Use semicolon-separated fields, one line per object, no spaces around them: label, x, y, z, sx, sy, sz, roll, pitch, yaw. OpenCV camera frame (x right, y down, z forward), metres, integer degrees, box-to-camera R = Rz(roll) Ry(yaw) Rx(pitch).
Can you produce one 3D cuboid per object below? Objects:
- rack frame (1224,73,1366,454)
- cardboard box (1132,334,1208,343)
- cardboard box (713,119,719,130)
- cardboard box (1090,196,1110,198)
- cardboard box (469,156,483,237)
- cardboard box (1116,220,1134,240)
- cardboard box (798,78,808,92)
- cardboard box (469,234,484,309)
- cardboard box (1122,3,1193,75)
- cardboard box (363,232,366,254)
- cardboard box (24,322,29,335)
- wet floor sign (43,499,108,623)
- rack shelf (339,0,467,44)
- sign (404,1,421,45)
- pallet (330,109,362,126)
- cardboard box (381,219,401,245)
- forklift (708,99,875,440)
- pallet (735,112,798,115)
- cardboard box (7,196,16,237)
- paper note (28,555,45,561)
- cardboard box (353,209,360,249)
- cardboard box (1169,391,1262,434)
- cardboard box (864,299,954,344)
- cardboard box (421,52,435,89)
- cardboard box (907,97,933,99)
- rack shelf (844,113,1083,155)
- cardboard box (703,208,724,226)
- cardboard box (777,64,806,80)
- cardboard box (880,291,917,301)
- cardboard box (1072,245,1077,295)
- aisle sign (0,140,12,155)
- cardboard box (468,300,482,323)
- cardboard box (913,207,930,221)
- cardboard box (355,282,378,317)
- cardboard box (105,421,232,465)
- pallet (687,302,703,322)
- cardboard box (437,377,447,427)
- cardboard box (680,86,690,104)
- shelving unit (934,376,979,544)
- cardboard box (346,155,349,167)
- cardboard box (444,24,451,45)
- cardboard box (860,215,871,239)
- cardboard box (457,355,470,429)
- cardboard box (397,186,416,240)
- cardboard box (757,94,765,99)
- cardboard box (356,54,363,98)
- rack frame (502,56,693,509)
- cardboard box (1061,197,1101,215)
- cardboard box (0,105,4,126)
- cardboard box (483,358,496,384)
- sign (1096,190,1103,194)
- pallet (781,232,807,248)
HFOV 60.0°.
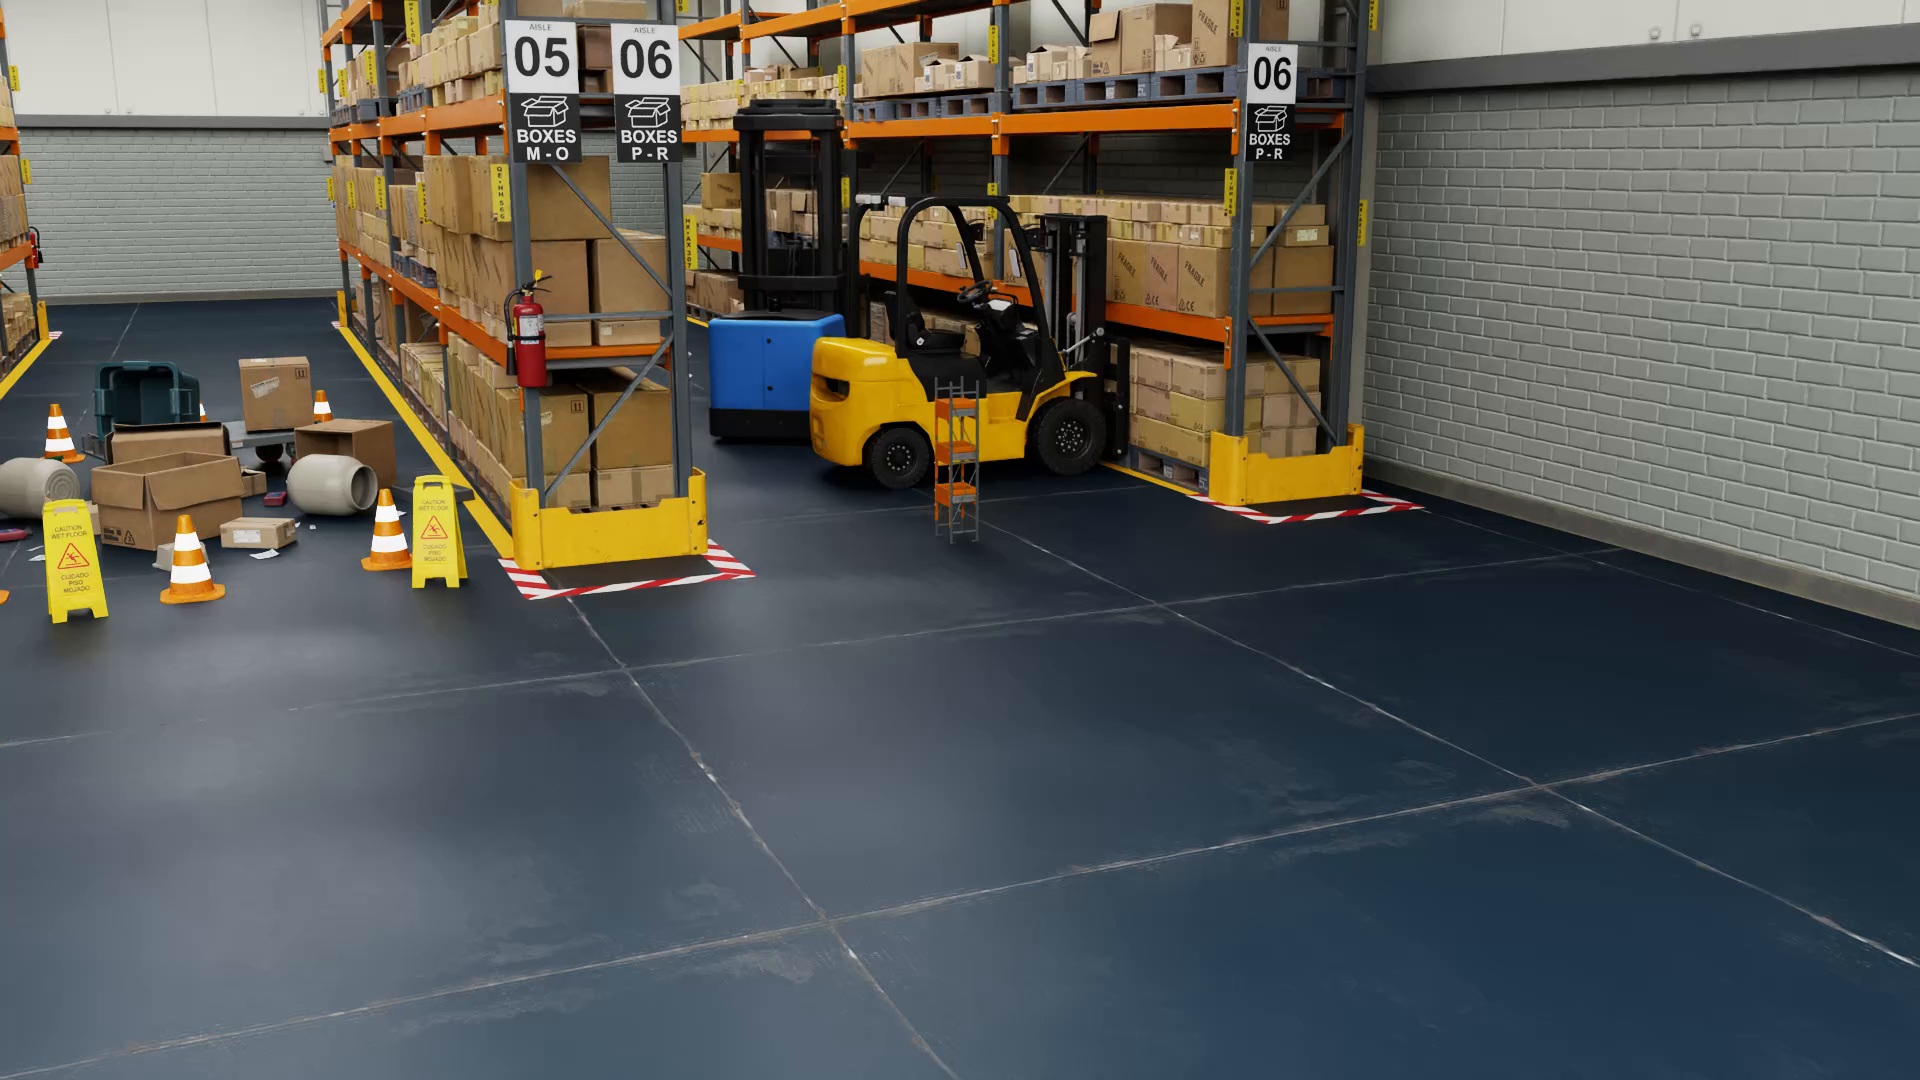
rack frame;2.395;-1.794;11.969;1.000;3.000;0.127;-6;14;-23
cardboard box;1.783;-1.576;13.977;0.500;0.250;0.500;-6;14;-24
cardboard box;-3.302;-5.928;23.733;0.380;0.149;0.250;-5;14;-22
cardboard box;1.379;-2.982;14.784;0.380;0.149;0.250;-6;14;-23
cardboard box;-2.752;-2.217;10.697;0.700;0.500;0.500;-5;14;-22
cardboard box;1.463;-2.468;13.220;0.380;0.149;0.250;-6;14;-23
cardboard box;-1.738;-5.487;20.060;0.380;0.149;0.250;-6;14;-23
cardboard box;-3.015;-1.833;11.258;0.500;0.500;0.500;-6;14;-23
cardboard box;1.676;-3.848;12.814;0.700;0.500;0.500;-6;14;-23
cardboard box;-6.815;-3.530;19.800;0.500;0.250;0.500;-6;14;-24
cardboard box;-12.160;-2.705;21.297;0.380;0.149;0.250;-6;14;-25
wet floor sign;-4.821;0.097;9.019;0.267;0.644;0.232;-9;16;-33
rack shelf;-6.157;-5.788;18.405;1.077;0.370;4.000;-6;14;-23
sign;-4.261;-4.026;12.939;0.100;0.325;0.005;-6;14;-23
pallet;-8.254;-5.916;23.325;1.003;0.211;1.213;-6;14;-23
cardboard box;-5.783;-3.245;17.464;0.500;0.250;0.500;-6;14;-23
forklift;-1.407;-2.581;15.521;1.130;2.935;3.031;2;13;10
pallet;-2.215;-5.502;21.755;1.213;0.211;1.003;-6;14;-23
cardboard box;-12.036;-3.992;20.584;0.500;0.500;0.500;-5;14;-20
paper note;-5.702;0.102;10.367;0.144;0.017;0.142;-1;13;-4
cardboard box;-7.378;-3.946;21.044;0.500;0.500;0.500;-5;14;-22
cardboard box;1.914;-0.975;12.488;0.500;0.250;0.500;-6;14;-24
cardboard box;-0.572;-2.364;18.769;0.875;0.625;0.625;-5;14;-21
cardboard box;-3.828;-3.589;12.745;0.500;0.250;0.500;-6;14;-24
cardboard box;-0.284;-4.962;18.184;0.500;0.250;0.500;-6;14;-23
rack shelf;-0.008;-4.145;17.068;1.077;0.370;4.000;-6;14;-23
cardboard box;-3.446;-4.741;24.376;0.500;0.250;0.500;-6;14;-24
cardboard box;-2.226;-6.155;21.986;0.396;0.266;0.258;-6;14;-24
cardboard box;-0.733;-2.886;19.859;0.380;0.149;0.250;-5;14;-20
cardboard box;1.159;-2.343;14.120;0.500;0.500;0.500;-6;14;-24
aisle sign;-12.810;-5.491;22.179;0.394;0.787;0.004;-6;14;-23
cardboard box;-3.291;-1.640;11.862;0.380;0.149;0.250;-6;14;-23
cardboard box;-0.264;-3.345;17.009;0.380;0.149;0.250;-6;14;-24
cardboard box;-8.205;-3.480;24.003;0.875;0.438;0.875;-6;14;-25
cardboard box;-5.557;-0.522;11.706;0.797;0.637;0.503;-6;14;-23
pallet;-3.663;-3.561;25.787;1.003;0.211;1.213;-6;14;-23
cardboard box;-3.966;-1.204;14.316;0.950;0.372;0.625;-5;14;-22
cardboard box;-3.880;-6.655;24.885;0.500;0.250;0.500;-6;14;-23
shelving unit;-0.021;-0.523;10.799;0.215;1.050;0.252;-6;14;-23
cardboard box;-7.940;-5.030;22.074;0.380;0.149;0.250;-6;14;-23
cardboard box;-3.472;-3.594;11.884;0.380;0.149;0.250;-6;14;-25
cardboard box;-0.878;-3.501;18.570;0.500;0.250;0.500;-6;14;-23
cardboard box;-3.539;-1.146;12.672;0.500;0.500;0.500;-5;14;-21
cardboard box;-5.172;-3.175;16.123;0.500;0.500;0.500;-5;14;-20
cardboard box;-2.370;-5.608;21.199;0.380;0.149;0.250;-5;14;-22
cardboard box;-6.328;-5.050;18.233;0.500;0.500;0.500;-5;14;-22
rack frame;-2.151;-1.345;10.029;1.000;3.000;0.127;-6;14;-23
cardboard box;1.084;-2.826;14.108;0.380;0.149;0.250;-6;14;-24
cardboard box;-12.002;-5.184;20.298;0.500;0.250;0.500;-5;14;-20
cardboard box;-3.018;-1.155;11.274;0.380;0.149;0.250;-5;14;-22
sign;1.301;-3.131;15.651;0.100;0.325;0.005;-6;14;-23
pallet;-1.593;-3.755;20.866;1.003;0.211;1.213;-6;14;-23
